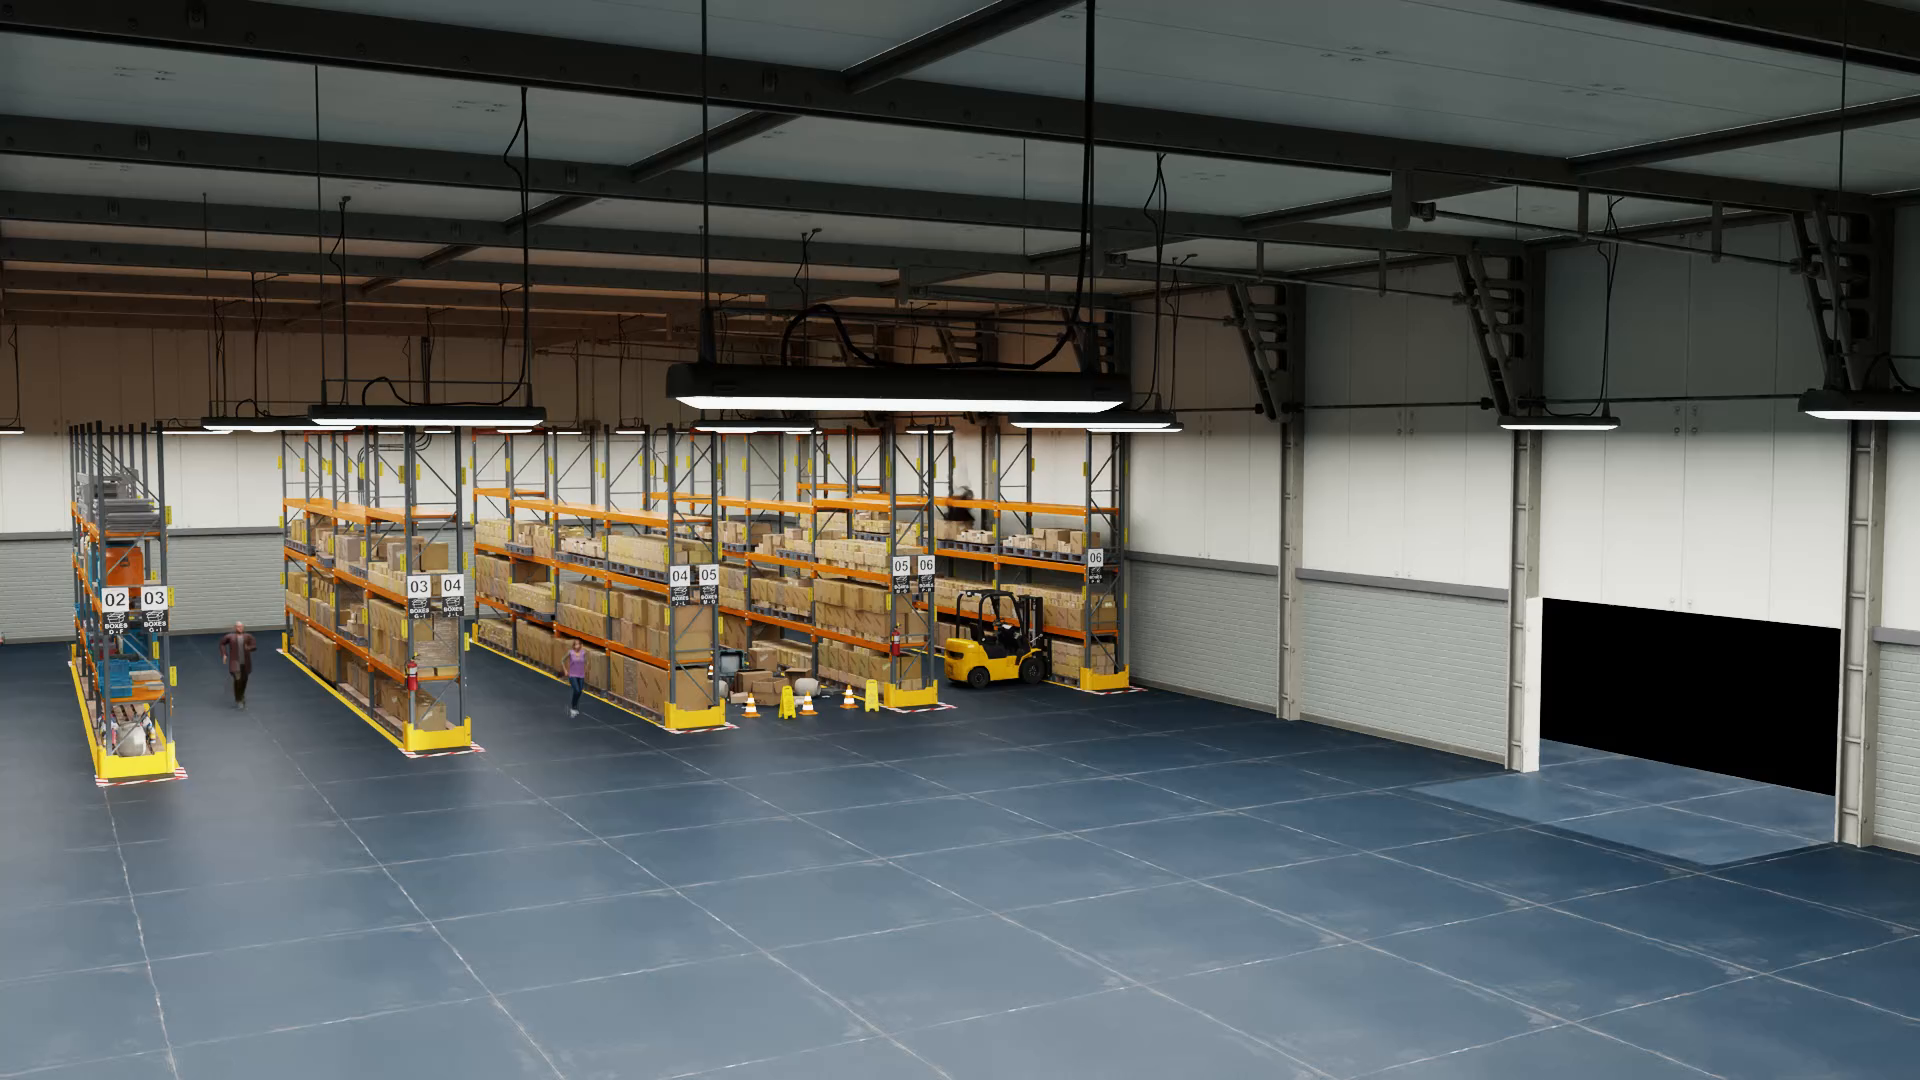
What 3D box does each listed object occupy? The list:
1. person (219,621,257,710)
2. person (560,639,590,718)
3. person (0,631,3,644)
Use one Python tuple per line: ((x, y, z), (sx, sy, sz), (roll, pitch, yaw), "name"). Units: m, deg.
((-15.295, 2.641, 35.312), (0.681, 1.836, 0.910), (-3, 5, -39), "person")
((-7.839, 2.826, 34.040), (0.528, 1.604, 0.684), (-3, 4, -36), "person")
((-21.582, 2.559, 36.890), (0.632, 1.830, 0.754), (-3, 5, -40), "person")
